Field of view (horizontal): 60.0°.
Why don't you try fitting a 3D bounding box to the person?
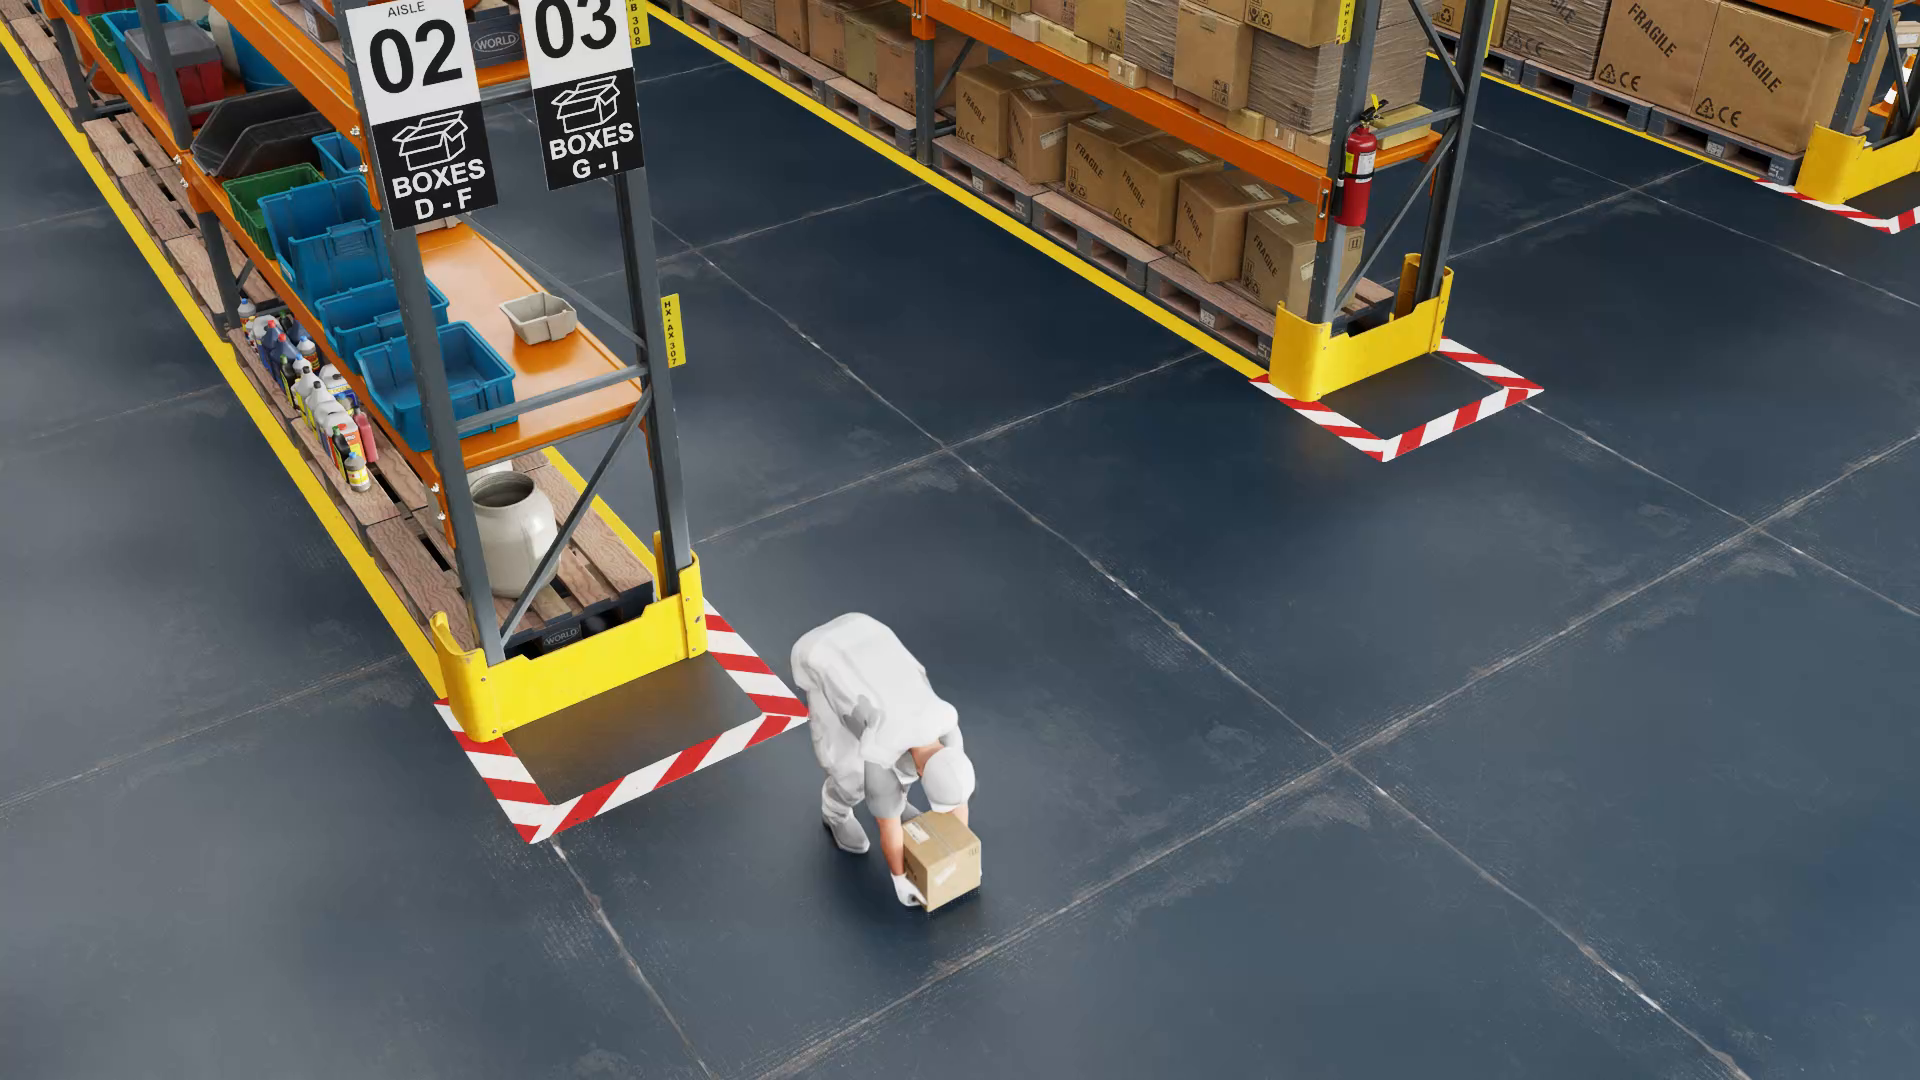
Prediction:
[{"bbox_3d":[-0.268,0.851,6.505,0.521,0.970,0.948,-25,43,-30],"label":"person"}]
